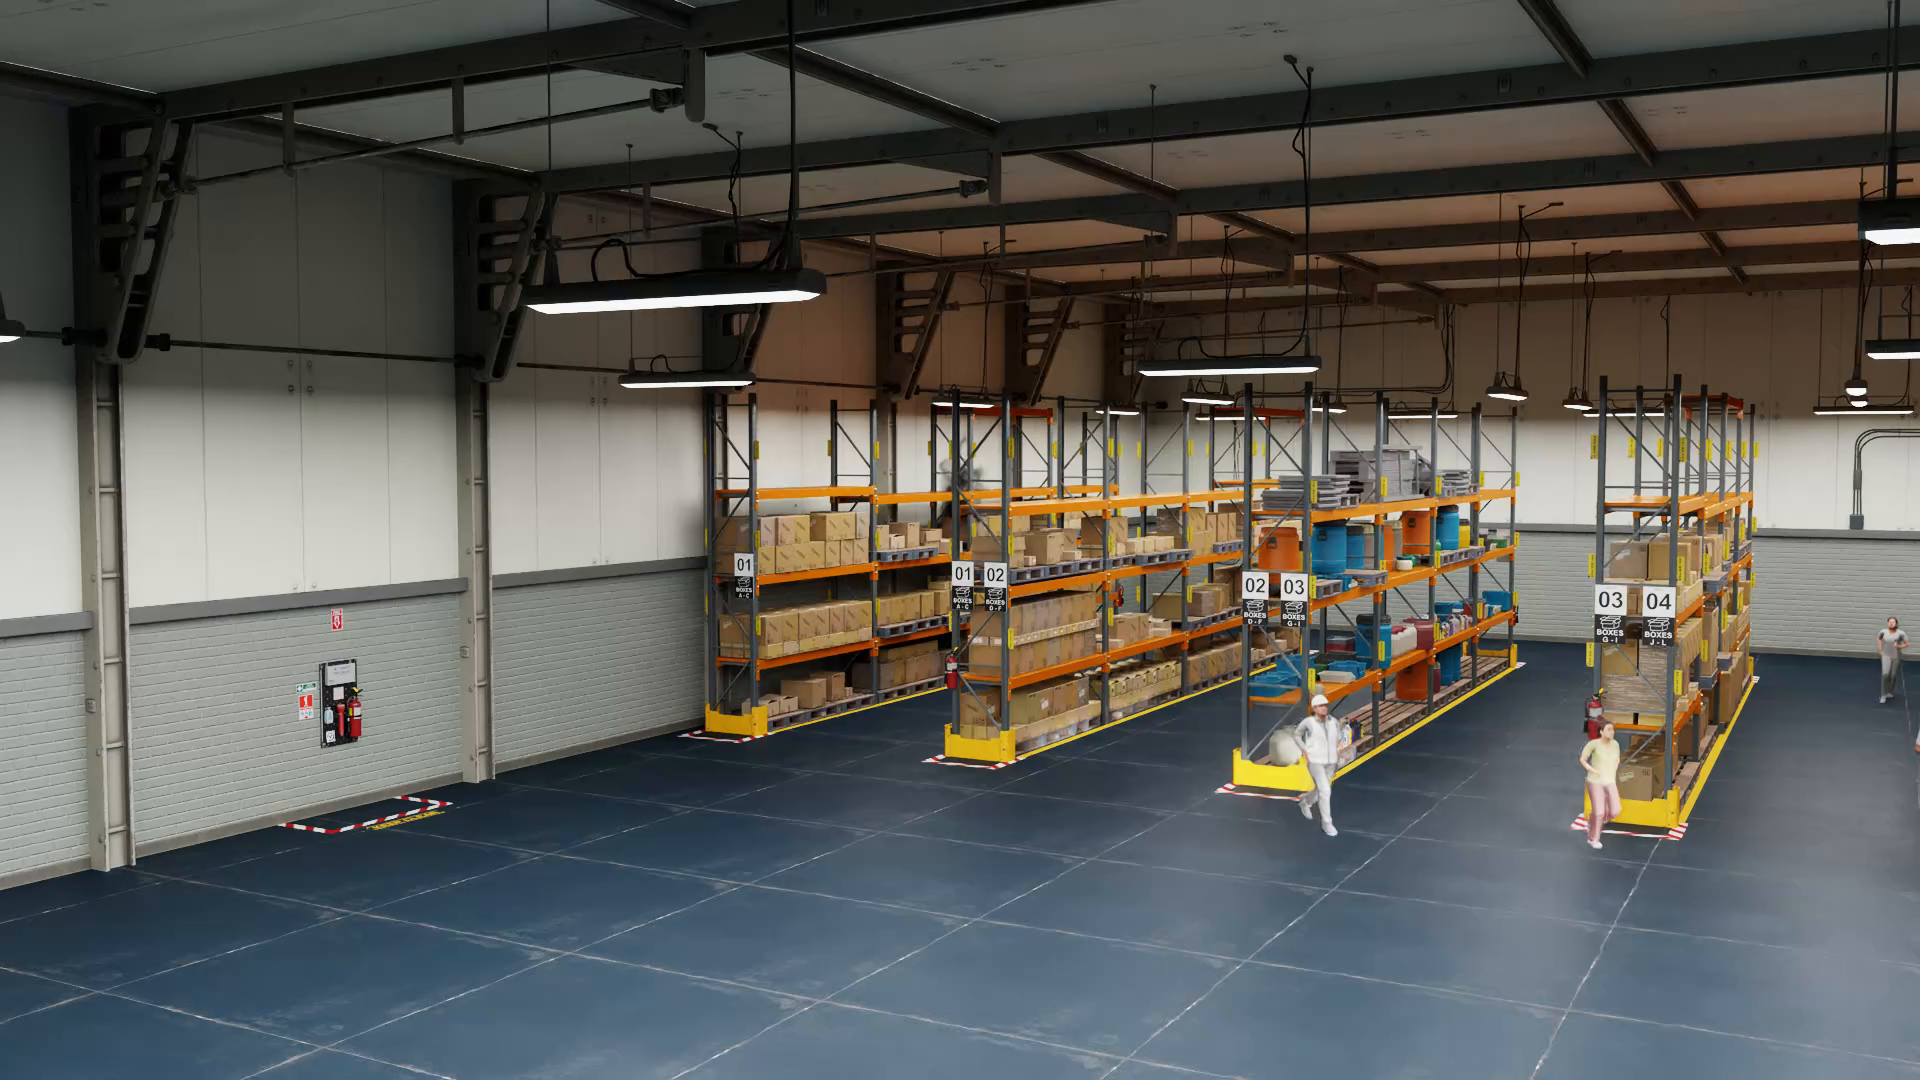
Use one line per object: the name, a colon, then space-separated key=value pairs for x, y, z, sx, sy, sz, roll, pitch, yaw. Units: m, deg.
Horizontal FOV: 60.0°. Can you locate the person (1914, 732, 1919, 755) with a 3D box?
person: x=12.472 y=2.986 z=21.092 sx=0.664 sy=1.836 sz=0.757 roll=1 pitch=3 yaw=22

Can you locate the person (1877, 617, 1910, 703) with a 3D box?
person: x=18.597 y=2.385 z=33.149 sx=0.578 sy=1.729 sz=0.717 roll=2 pitch=4 yaw=32

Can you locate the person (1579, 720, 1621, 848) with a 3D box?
person: x=8.113 y=3.084 z=20.992 sx=0.596 sy=1.606 sz=0.554 roll=-1 pitch=3 yaw=-10

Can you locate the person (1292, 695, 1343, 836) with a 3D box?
person: x=4.764 y=2.929 z=21.965 sx=0.647 sy=1.788 sz=0.892 roll=-1 pitch=3 yaw=-23
